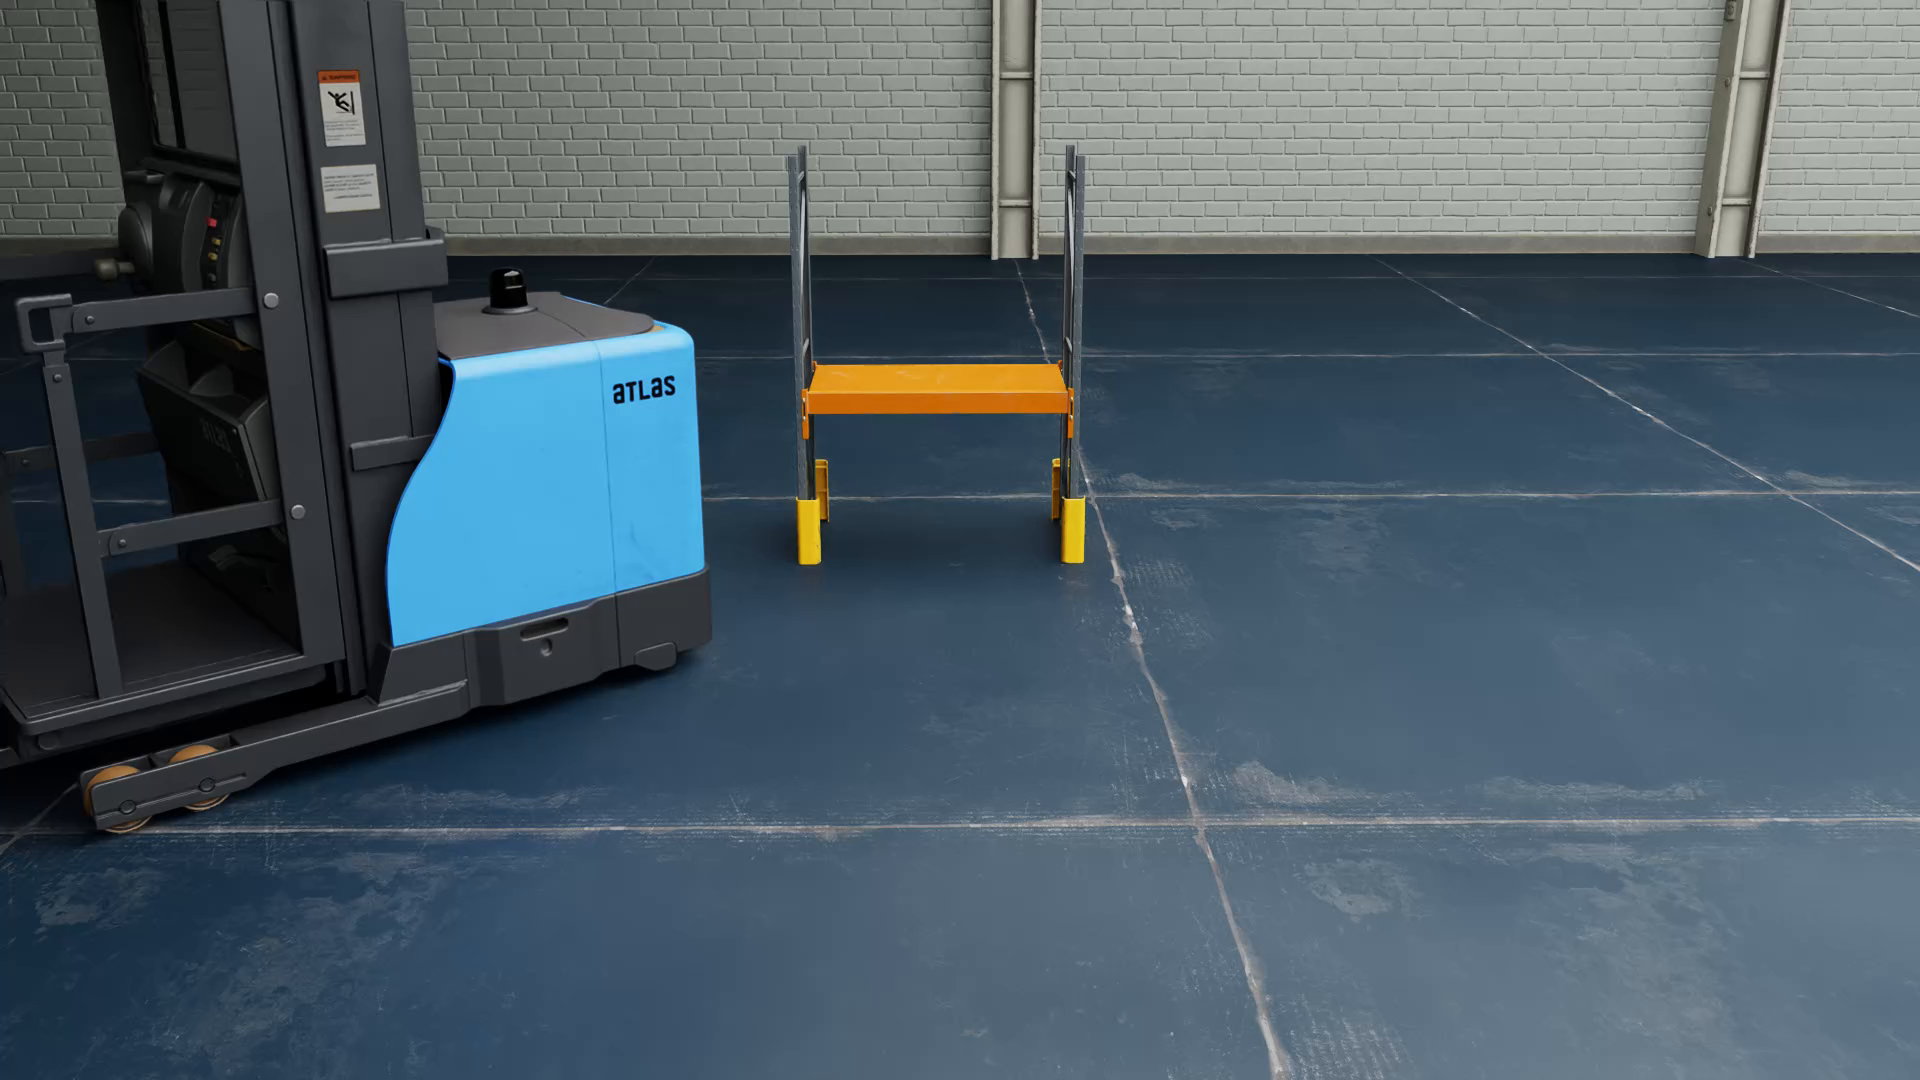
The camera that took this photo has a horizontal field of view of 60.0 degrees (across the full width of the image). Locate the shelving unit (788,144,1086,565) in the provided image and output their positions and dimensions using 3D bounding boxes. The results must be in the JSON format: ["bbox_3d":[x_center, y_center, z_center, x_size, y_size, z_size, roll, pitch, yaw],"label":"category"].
[{"bbox_3d":[-0.076,-0.714,6.317,1.083,1.500,0.587,0,18,-1],"label":"shelving unit"}]

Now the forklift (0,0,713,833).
[{"bbox_3d":[-2.244,-0.832,4.342,3.031,2.935,1.130,-15,23,-38],"label":"forklift"}]

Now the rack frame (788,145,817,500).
[{"bbox_3d":[-0.594,-0.711,6.310,0.032,1.500,0.500,0,18,-1],"label":"rack frame"}]

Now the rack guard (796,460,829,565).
[{"bbox_3d":[-0.574,-0.116,6.501,0.087,0.250,0.587,0,18,-1],"label":"rack guard"}]

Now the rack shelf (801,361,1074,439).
[{"bbox_3d":[-0.085,-0.542,6.372,1.000,0.185,0.538,0,18,-1],"label":"rack shelf"}]

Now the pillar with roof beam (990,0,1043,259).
[{"bbox_3d":[0.522,-5.351,8.495,0.400,9.000,9.100,0,18,-1],"label":"pillar with roof beam"}]

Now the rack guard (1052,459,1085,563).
[{"bbox_3d":[0.422,-0.121,6.516,0.087,0.250,0.587,0,18,-1],"label":"rack guard"}]

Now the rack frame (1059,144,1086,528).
[{"bbox_3d":[0.423,-0.716,6.325,0.032,1.500,0.500,0,18,-1],"label":"rack frame"}]

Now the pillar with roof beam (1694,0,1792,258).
[{"bbox_3d":[6.521,-5.380,8.585,0.400,9.000,9.100,0,18,-1],"label":"pillar with roof beam"}]
